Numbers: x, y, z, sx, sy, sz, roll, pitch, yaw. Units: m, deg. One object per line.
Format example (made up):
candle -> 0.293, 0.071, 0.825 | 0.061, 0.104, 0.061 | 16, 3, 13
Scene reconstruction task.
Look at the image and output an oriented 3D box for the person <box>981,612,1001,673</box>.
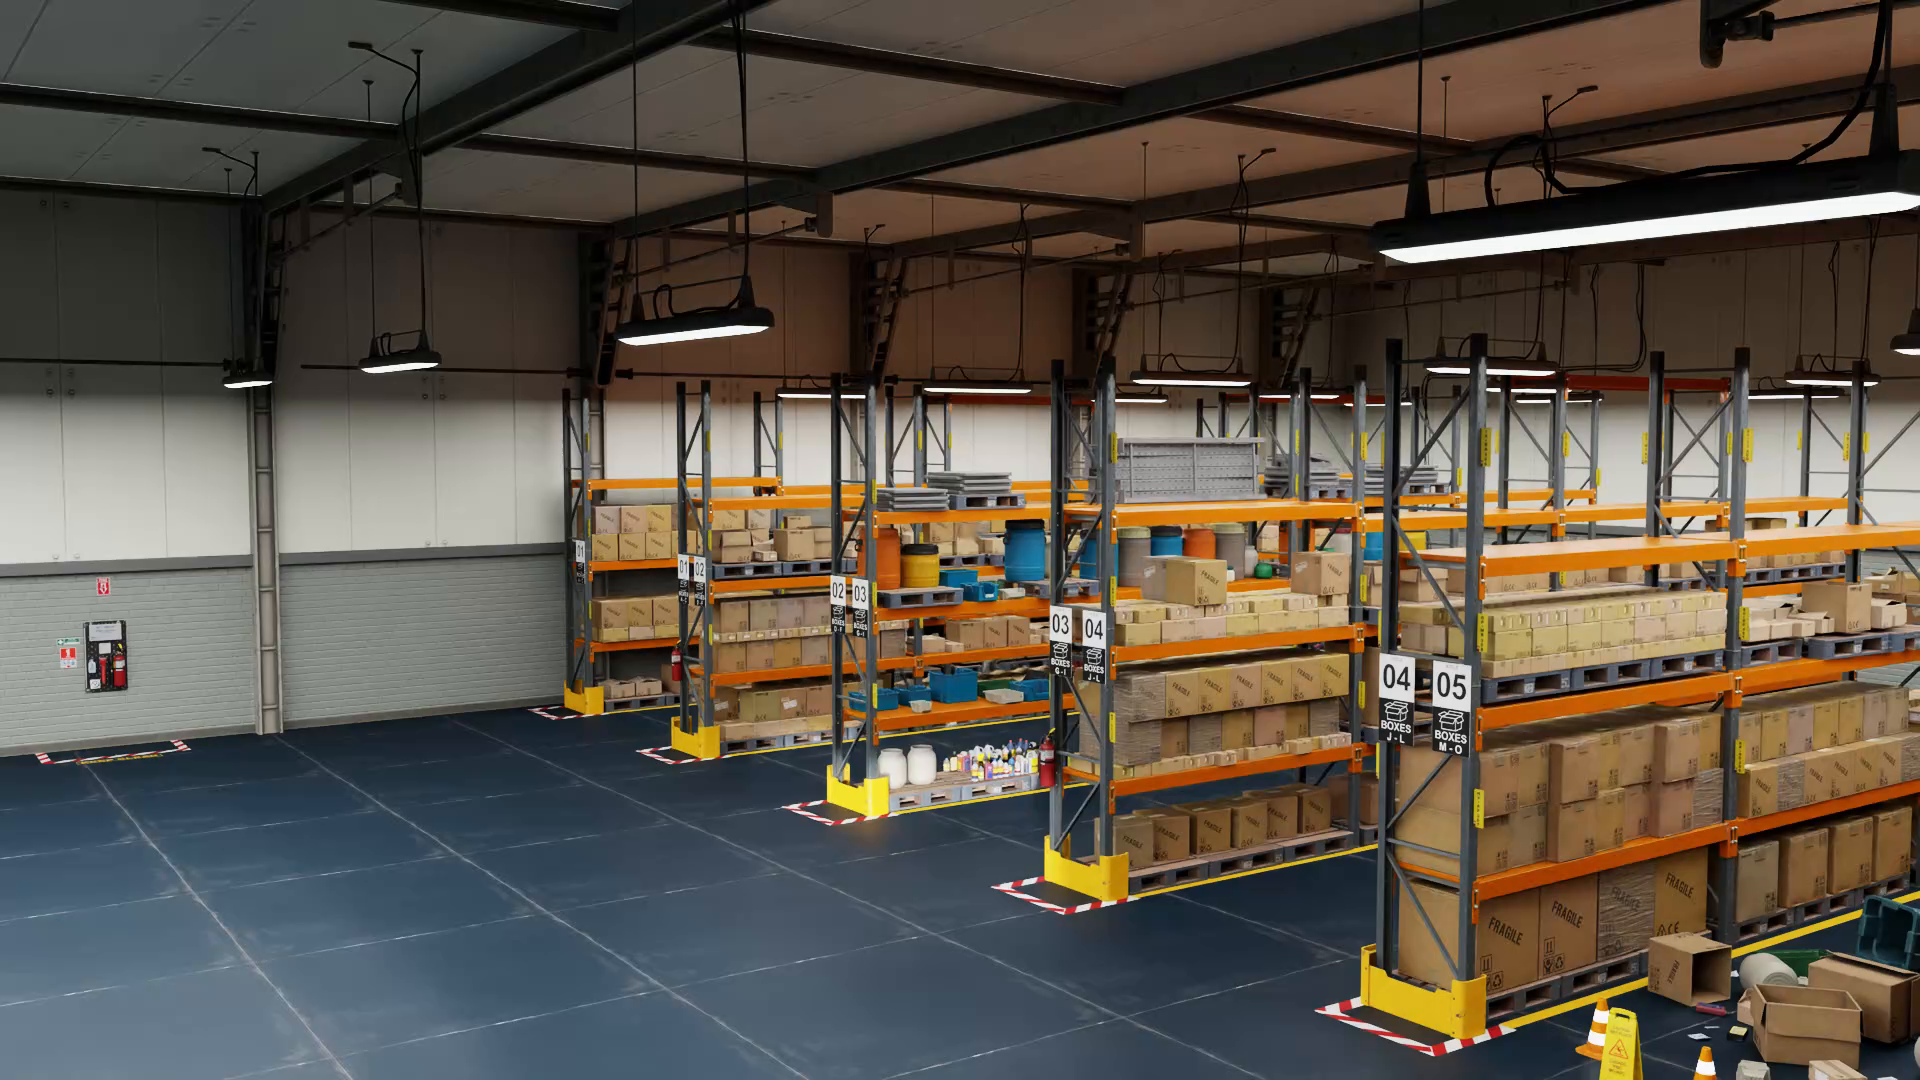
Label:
person -> 0.580, 2.171, 33.967 | 1.015, 1.614, 0.445 | -3, 5, -43
